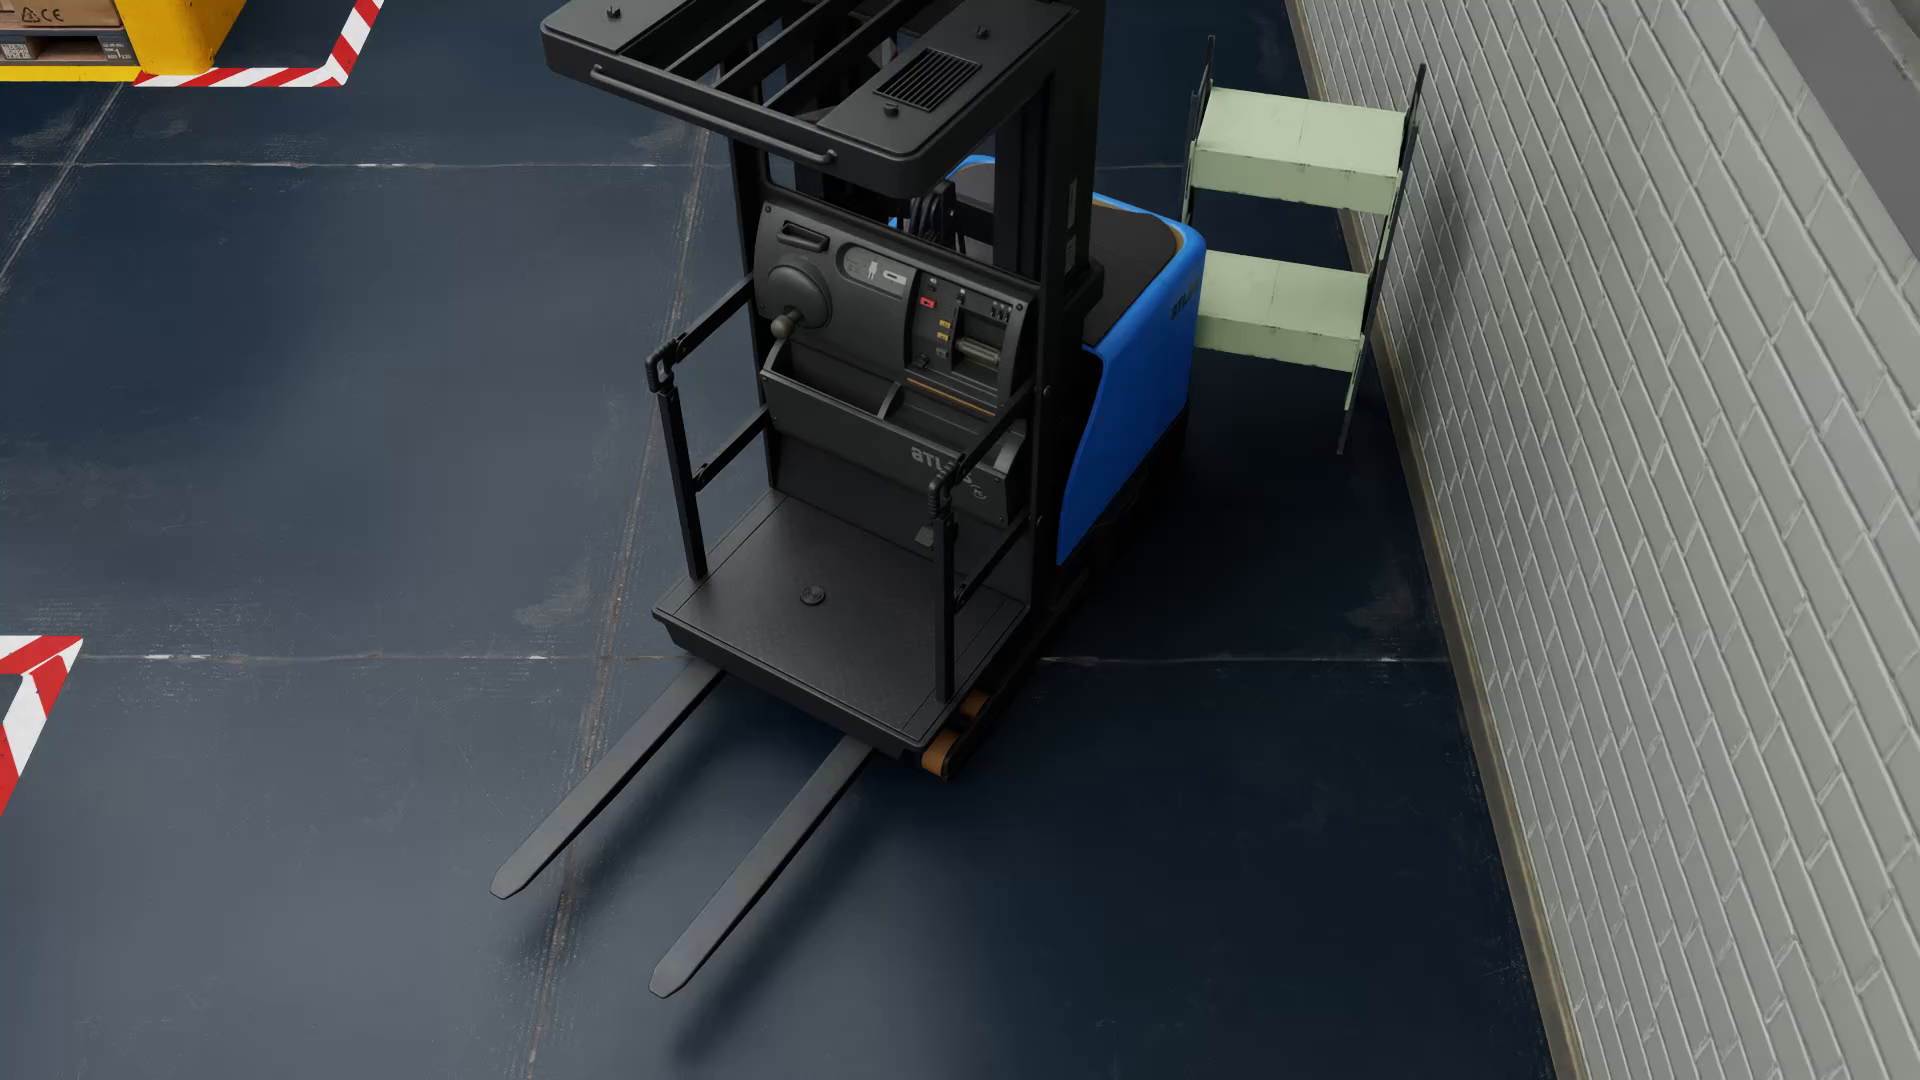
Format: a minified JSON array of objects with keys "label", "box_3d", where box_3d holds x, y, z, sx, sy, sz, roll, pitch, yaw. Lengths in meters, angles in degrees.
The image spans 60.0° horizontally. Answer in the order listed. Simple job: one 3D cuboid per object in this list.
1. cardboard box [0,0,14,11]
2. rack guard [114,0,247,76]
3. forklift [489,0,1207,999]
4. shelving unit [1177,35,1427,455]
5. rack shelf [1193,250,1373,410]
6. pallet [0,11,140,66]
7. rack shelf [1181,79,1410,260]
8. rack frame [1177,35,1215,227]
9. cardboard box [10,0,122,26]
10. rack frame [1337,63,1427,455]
[{"label":"cardboard box","box_3d":[-4.870,-2.883,8.519,0.250,0.166,0.380,0,47,0]},{"label":"rack guard","box_3d":[-3.997,-2.959,8.663,0.348,0.500,1.175,0,47,0]},{"label":"forklift","box_3d":[-0.328,-0.611,4.817,1.130,2.935,3.031,24,52,21]},{"label":"shelving unit","box_3d":[1.193,-1.057,6.209,0.755,1.500,0.431,11,48,10]},{"label":"rack shelf","box_3d":[1.193,-0.834,6.447,0.720,0.370,0.431,11,48,10]},{"label":"pallet","box_3d":[-4.794,-2.862,8.770,1.213,0.211,1.003,0,47,0]},{"label":"rack shelf","box_3d":[1.193,-1.322,5.923,0.720,0.370,0.431,11,48,10]},{"label":"rack frame","box_3d":[0.838,-1.123,6.271,0.023,1.500,0.400,11,48,10]},{"label":"cardboard box","box_3d":[-4.466,-2.930,8.335,0.500,0.500,0.500,0,47,0]},{"label":"rack frame","box_3d":[1.548,-0.990,6.147,0.023,1.500,0.400,11,48,10]}]
